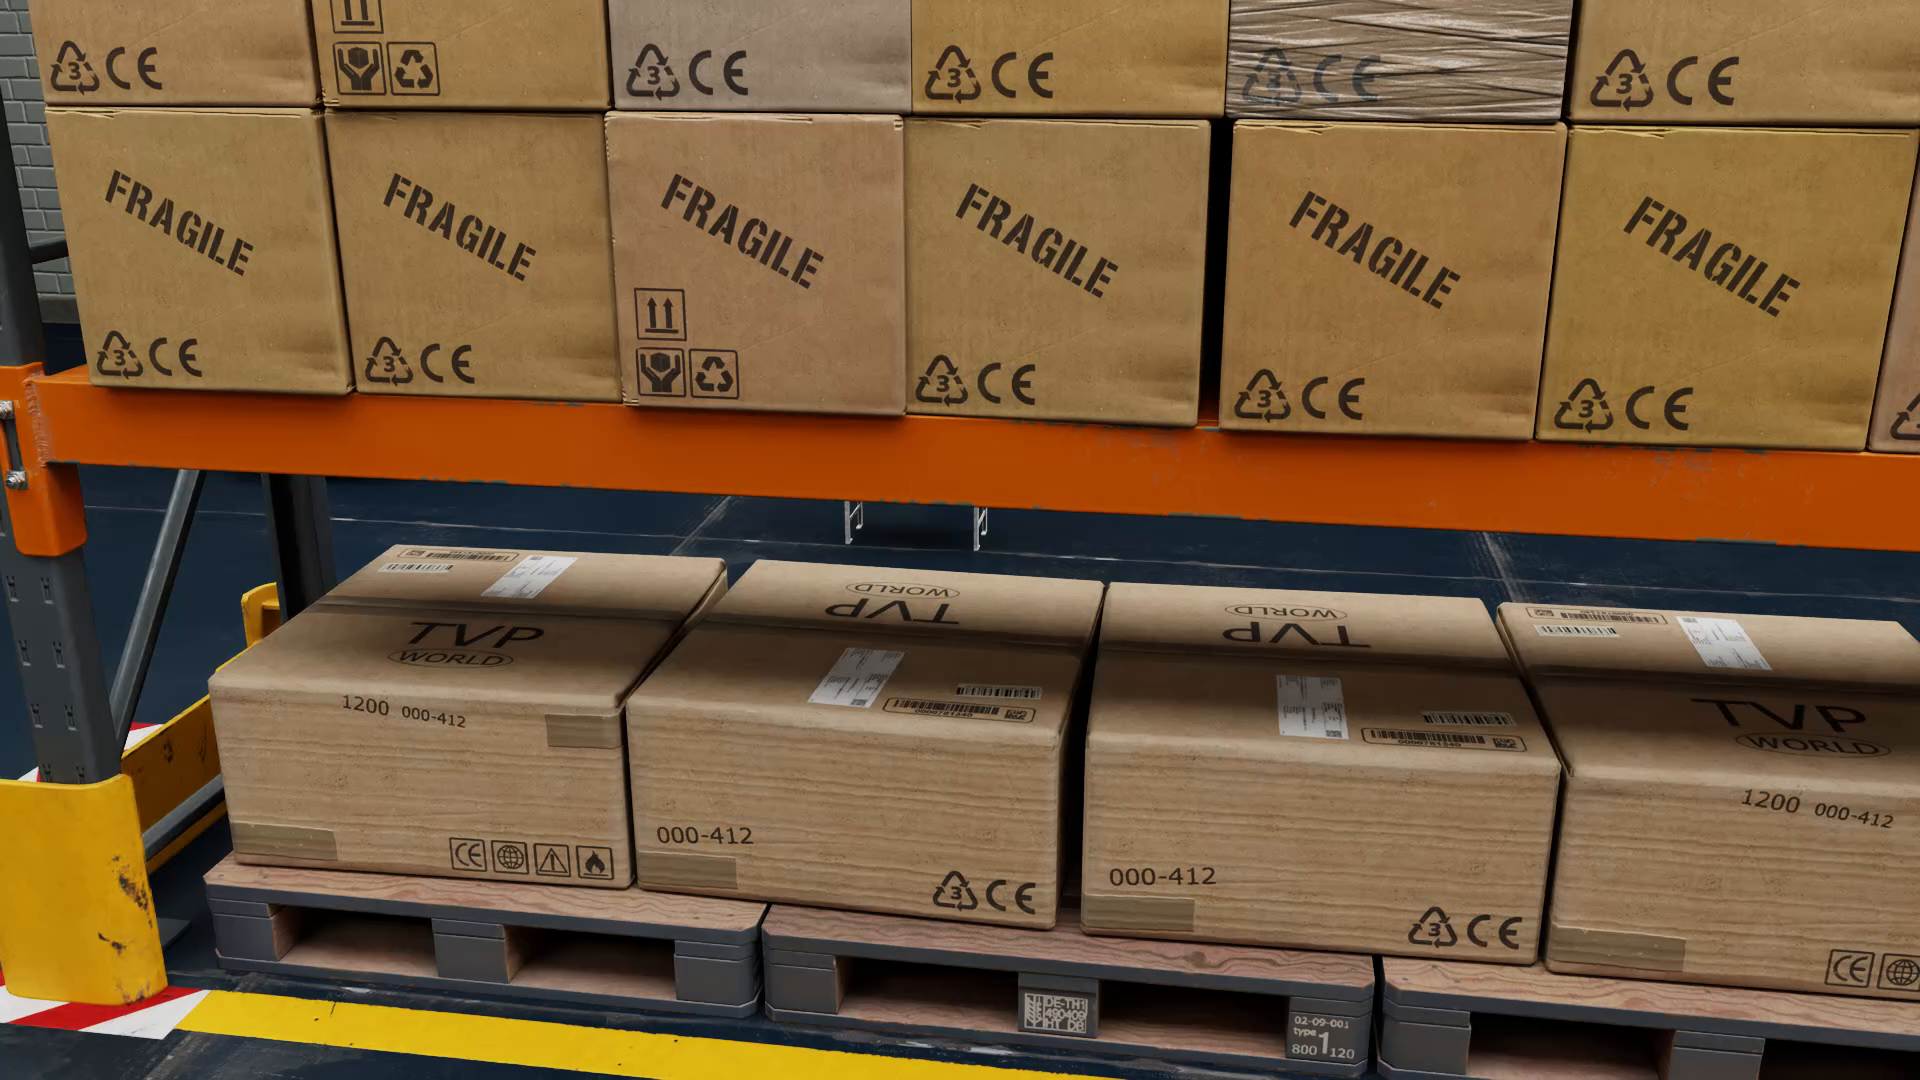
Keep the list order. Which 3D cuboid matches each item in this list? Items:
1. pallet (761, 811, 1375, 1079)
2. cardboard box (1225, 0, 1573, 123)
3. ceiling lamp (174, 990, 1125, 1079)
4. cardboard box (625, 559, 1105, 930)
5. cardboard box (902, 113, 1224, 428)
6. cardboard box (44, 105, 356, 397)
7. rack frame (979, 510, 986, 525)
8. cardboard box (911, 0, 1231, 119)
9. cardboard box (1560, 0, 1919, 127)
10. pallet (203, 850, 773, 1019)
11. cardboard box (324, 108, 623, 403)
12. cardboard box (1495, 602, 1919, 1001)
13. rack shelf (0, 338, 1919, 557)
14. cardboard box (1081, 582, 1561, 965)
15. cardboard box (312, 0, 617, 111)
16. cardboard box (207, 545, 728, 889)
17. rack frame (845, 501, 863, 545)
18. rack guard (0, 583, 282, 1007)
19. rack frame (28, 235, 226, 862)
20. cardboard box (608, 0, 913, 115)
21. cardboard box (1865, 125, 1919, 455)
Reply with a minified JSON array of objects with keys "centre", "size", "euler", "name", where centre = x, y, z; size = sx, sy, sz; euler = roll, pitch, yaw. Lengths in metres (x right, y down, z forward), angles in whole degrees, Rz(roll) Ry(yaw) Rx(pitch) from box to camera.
[{"centre":[0.268,0.752,3.722],"size":[1.213,0.211,1.003],"euler":[3,19,9],"name":"pallet"},{"centre":[1.057,-1.421,2.472],"size":[1.234,1.526,0.509],"euler":[4,19,10],"name":"cardboard box"},{"centre":[0.131,1.052,3.160],"size":[3.459,0.001,0.159],"euler":[3,19,9],"name":"ceiling lamp"},{"centre":[-0.162,0.413,3.717],"size":[0.875,0.438,0.875],"euler":[3,19,10],"name":"cardboard box"},{"centre":[0.194,-0.513,2.952],"size":[0.500,0.500,0.500],"euler":[4,19,10],"name":"cardboard box"},{"centre":[-1.306,-0.581,3.156],"size":[0.500,0.500,0.500],"euler":[3,19,8],"name":"cardboard box"},{"centre":[0.078,-0.565,6.102],"size":[0.006,1.046,0.228],"euler":[3,19,9],"name":"rack frame"},{"centre":[0.208,-0.984,2.784],"size":[0.500,0.500,0.500],"euler":[3,19,9],"name":"cardboard box"},{"centre":[1.205,-0.934,2.633],"size":[0.500,0.500,0.500],"euler":[3,19,8],"name":"cardboard box"},{"centre":[-0.933,0.690,3.908],"size":[1.213,0.211,1.003],"euler":[3,19,9],"name":"pallet"},{"centre":[-0.802,-0.565,3.106],"size":[0.500,0.500,0.500],"euler":[3,19,8],"name":"cardboard box"},{"centre":[1.612,0.504,3.446],"size":[0.875,0.438,0.875],"euler":[3,19,8],"name":"cardboard box"},{"centre":[0.240,-0.206,3.326],"size":[4.000,0.370,1.077],"euler":[3,19,9],"name":"rack shelf"},{"centre":[0.728,0.459,3.580],"size":[0.875,0.438,0.875],"euler":[2,19,7],"name":"cardboard box"},{"centre":[-0.795,-1.032,2.928],"size":[0.500,0.500,0.500],"euler":[2,19,7],"name":"cardboard box"},{"centre":[-1.067,0.370,3.847],"size":[0.875,0.438,0.875],"euler":[2,19,7],"name":"cardboard box"},{"centre":[-0.404,-0.590,6.174],"size":[0.015,1.200,0.240],"euler":[3,19,9],"name":"rack frame"},{"centre":[-1.758,0.536,3.913],"size":[0.348,0.500,1.175],"euler":[3,19,9],"name":"rack guard"},{"centre":[-1.734,-0.649,3.516],"size":[0.053,2.616,0.949],"euler":[3,19,9],"name":"rack frame"},{"centre":[-0.285,-1.009,2.858],"size":[0.500,0.500,0.500],"euler":[3,19,8],"name":"cardboard box"},{"centre":[1.716,-0.437,2.725],"size":[0.500,0.500,0.500],"euler":[3,19,9],"name":"cardboard box"}]
